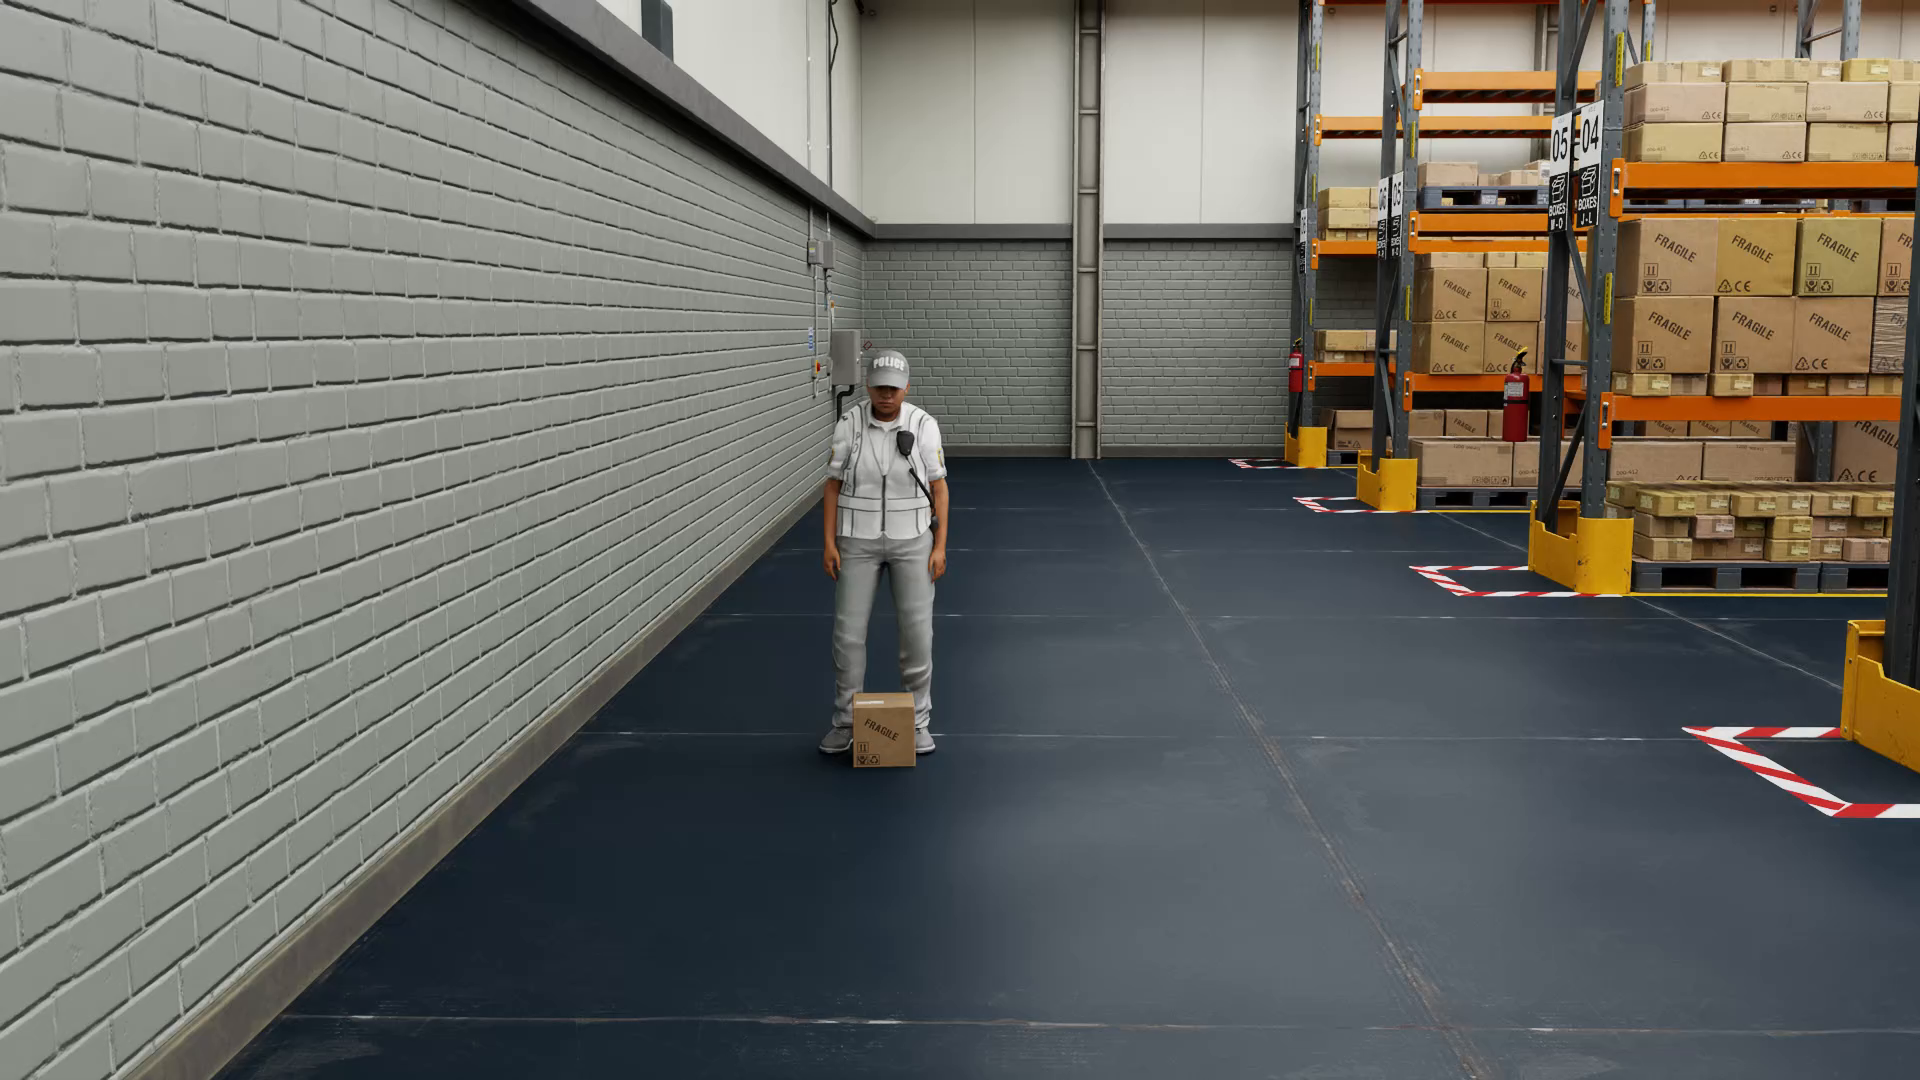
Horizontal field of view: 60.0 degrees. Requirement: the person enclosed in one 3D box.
[{"bbox_3d":[-0.317,0.044,6.914,0.537,1.665,0.470,0,7,1],"label":"person"}]
